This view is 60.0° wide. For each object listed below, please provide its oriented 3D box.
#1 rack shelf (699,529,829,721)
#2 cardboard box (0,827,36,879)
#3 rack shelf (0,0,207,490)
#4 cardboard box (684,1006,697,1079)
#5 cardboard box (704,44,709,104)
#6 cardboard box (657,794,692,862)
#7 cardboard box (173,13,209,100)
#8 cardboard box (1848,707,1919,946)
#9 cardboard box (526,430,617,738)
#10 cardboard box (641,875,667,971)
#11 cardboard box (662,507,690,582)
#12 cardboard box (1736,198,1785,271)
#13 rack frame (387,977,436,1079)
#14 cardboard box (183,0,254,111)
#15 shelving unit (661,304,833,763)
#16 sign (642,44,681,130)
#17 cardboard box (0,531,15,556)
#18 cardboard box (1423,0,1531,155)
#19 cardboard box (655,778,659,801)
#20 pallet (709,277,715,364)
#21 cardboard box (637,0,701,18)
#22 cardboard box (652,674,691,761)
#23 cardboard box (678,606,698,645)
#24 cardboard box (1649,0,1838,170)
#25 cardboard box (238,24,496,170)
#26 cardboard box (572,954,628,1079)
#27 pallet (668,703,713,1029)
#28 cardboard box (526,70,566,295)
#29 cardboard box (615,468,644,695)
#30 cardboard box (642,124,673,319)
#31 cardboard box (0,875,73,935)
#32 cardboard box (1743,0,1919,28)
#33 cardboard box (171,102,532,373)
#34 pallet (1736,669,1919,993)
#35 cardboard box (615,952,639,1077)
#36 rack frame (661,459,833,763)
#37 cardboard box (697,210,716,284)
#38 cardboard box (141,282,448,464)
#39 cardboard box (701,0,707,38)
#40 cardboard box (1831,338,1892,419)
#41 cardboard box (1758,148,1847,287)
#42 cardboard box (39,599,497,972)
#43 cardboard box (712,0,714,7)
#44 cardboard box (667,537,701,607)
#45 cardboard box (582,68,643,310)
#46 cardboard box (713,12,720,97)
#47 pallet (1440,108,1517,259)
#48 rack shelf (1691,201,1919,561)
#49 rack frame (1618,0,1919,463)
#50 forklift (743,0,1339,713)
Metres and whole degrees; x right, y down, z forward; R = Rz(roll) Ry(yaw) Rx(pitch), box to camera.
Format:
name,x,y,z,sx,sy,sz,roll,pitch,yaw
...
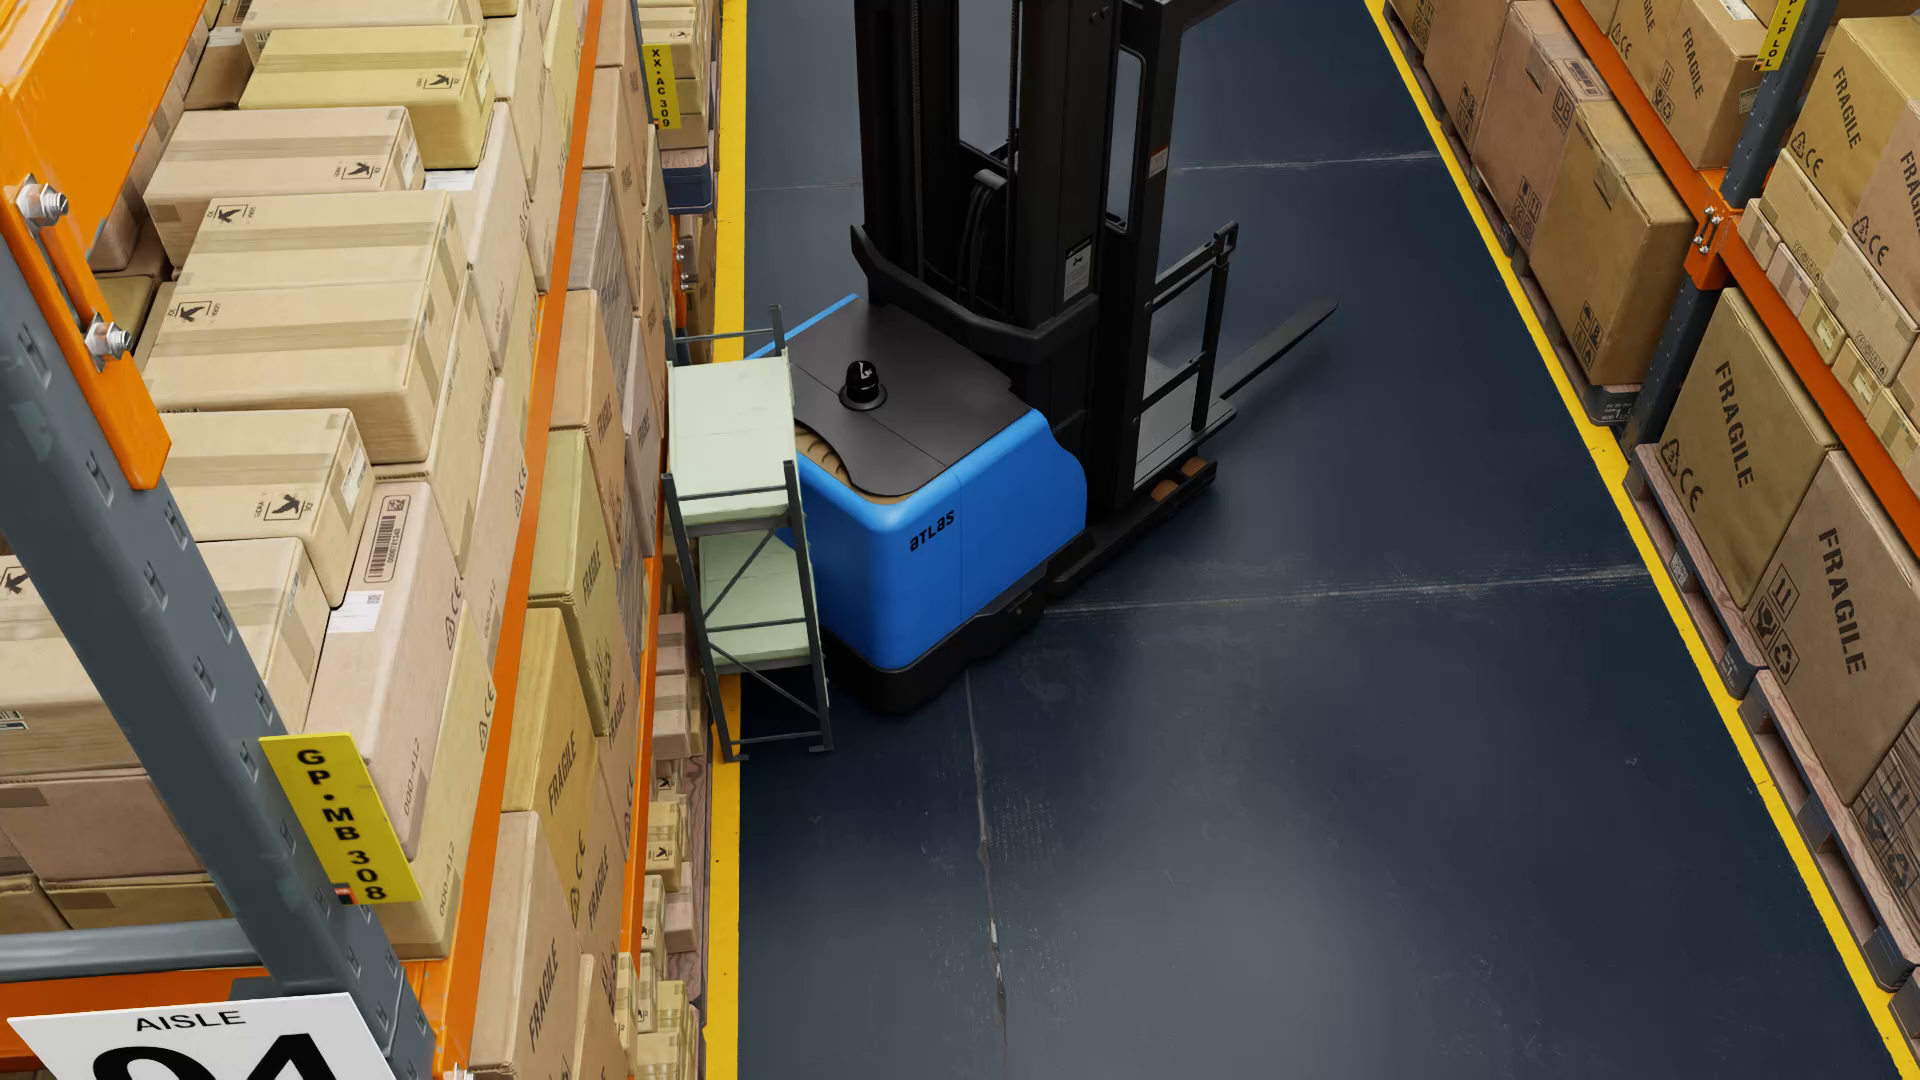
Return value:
name,x,y,z,sx,sy,sz,roll,pitch,yaw
rack shelf,-0.722,0.235,6.042,0.431,0.370,0.720,-6,48,-4
cardboard box,-1.520,0.212,2.313,0.500,0.250,0.500,-5,47,-5
rack shelf,-1.396,-1.580,2.682,1.077,0.370,4.000,-3,47,-3
cardboard box,-0.996,1.564,5.014,0.380,0.149,0.250,-3,47,-3
cardboard box,-1.167,-1.784,6.393,0.380,0.149,0.250,-3,47,-3
cardboard box,-1.096,1.001,5.547,0.380,0.149,0.250,-3,47,-3
cardboard box,-1.656,-0.944,3.133,0.380,0.149,0.250,-5,47,-4
cardboard box,3.513,0.923,5.121,0.875,0.875,0.875,-3,47,-3
cardboard box,-1.071,0.118,3.747,0.500,0.500,0.500,-4,47,-4
cardboard box,-1.087,1.155,4.991,0.380,0.149,0.250,-2,47,-2
cardboard box,-1.185,0.023,6.064,0.380,0.149,0.250,-4,47,-4
cardboard box,3.081,-1.120,6.054,0.380,0.149,0.250,-3,47,-3
rack frame,-1.228,1.682,3.228,1.000,3.000,0.127,-3,47,-3
cardboard box,-1.635,-0.894,3.361,0.500,0.250,0.500,-5,47,-5
shelving unit,-0.729,0.018,5.799,0.431,1.500,0.755,-6,48,-4
sign,-1.023,-1.549,5.691,0.100,0.325,0.005,-3,47,-3
cardboard box,-1.493,-0.013,2.251,0.380,0.149,0.250,-3,47,-3
cardboard box,3.157,-2.603,8.460,1.225,0.875,0.875,-3,47,-3
cardboard box,-1.199,0.879,5.457,0.380,0.149,0.250,-1,47,-1
pallet,-1.630,-0.817,7.515,1.003,0.211,1.213,-3,47,-3
cardboard box,-1.167,-1.989,6.179,0.380,0.149,0.250,-2,47,-2
cardboard box,-1.092,0.600,5.517,0.380,0.149,0.250,-5,47,-5
cardboard box,-1.166,0.267,6.242,0.380,0.149,0.250,-5,47,-5
cardboard box,3.077,-1.797,6.453,0.500,0.500,0.500,-3,47,-3
cardboard box,-1.056,-0.794,2.991,0.380,0.149,0.250,-2,47,-2
cardboard box,-0.991,1.203,3.407,0.500,0.500,0.500,-1,47,-1
pallet,-1.366,1.115,5.685,1.003,0.211,1.213,-3,47,-3
cardboard box,-1.139,-0.766,3.583,0.500,0.250,0.500,-4,47,-3
cardboard box,-1.138,0.094,4.458,0.500,0.500,0.500,-5,47,-4
cardboard box,-1.241,-1.016,5.509,0.500,0.500,0.500,-3,47,-3
cardboard box,-1.530,0.389,2.490,0.500,0.250,0.500,-4,47,-4
cardboard box,3.326,-2.282,6.222,0.797,0.503,0.637,-5,47,-4
cardboard box,-1.081,-0.547,3.032,0.500,0.250,0.500,-3,47,-3
pallet,3.479,0.958,5.834,1.003,0.211,1.213,-3,47,-3
cardboard box,-0.961,1.134,3.919,0.380,0.149,0.250,-5,47,-4
rack frame,-0.682,0.287,5.556,0.400,1.500,0.023,-6,48,-4
cardboard box,-1.407,-1.431,7.608,0.500,0.500,0.500,-2,47,-1
cardboard box,-0.982,-0.242,2.468,0.380,0.149,0.250,-4,47,-3
cardboard box,-1.184,-2.060,6.450,0.380,0.149,0.250,-2,47,-2
cardboard box,3.150,-0.549,5.514,0.380,0.149,0.250,-5,47,-4
cardboard box,3.166,-1.136,5.794,0.500,0.250,0.500,-4,47,-4
cardboard box,-1.011,0.362,2.516,0.500,0.250,0.500,-2,47,-2
cardboard box,-1.226,-2.330,6.911,0.380,0.149,0.250,-5,47,-5
cardboard box,-1.145,0.118,6.178,0.380,0.149,0.250,-5,47,-5
cardboard box,-1.206,-0.995,4.801,0.500,0.500,0.500,-5,47,-5
cardboard box,-1.543,-2.555,8.673,0.500,0.500,0.500,-2,47,-2
pallet,3.143,-1.920,8.560,1.003,0.211,1.213,-3,47,-3
rack shelf,3.555,0.254,5.076,1.077,0.370,4.000,-3,47,-3
rack frame,3.388,-1.441,6.185,1.000,3.000,0.127,-3,47,-3
forklift,0.440,-1.334,6.131,1.130,2.935,3.031,35,56,29
